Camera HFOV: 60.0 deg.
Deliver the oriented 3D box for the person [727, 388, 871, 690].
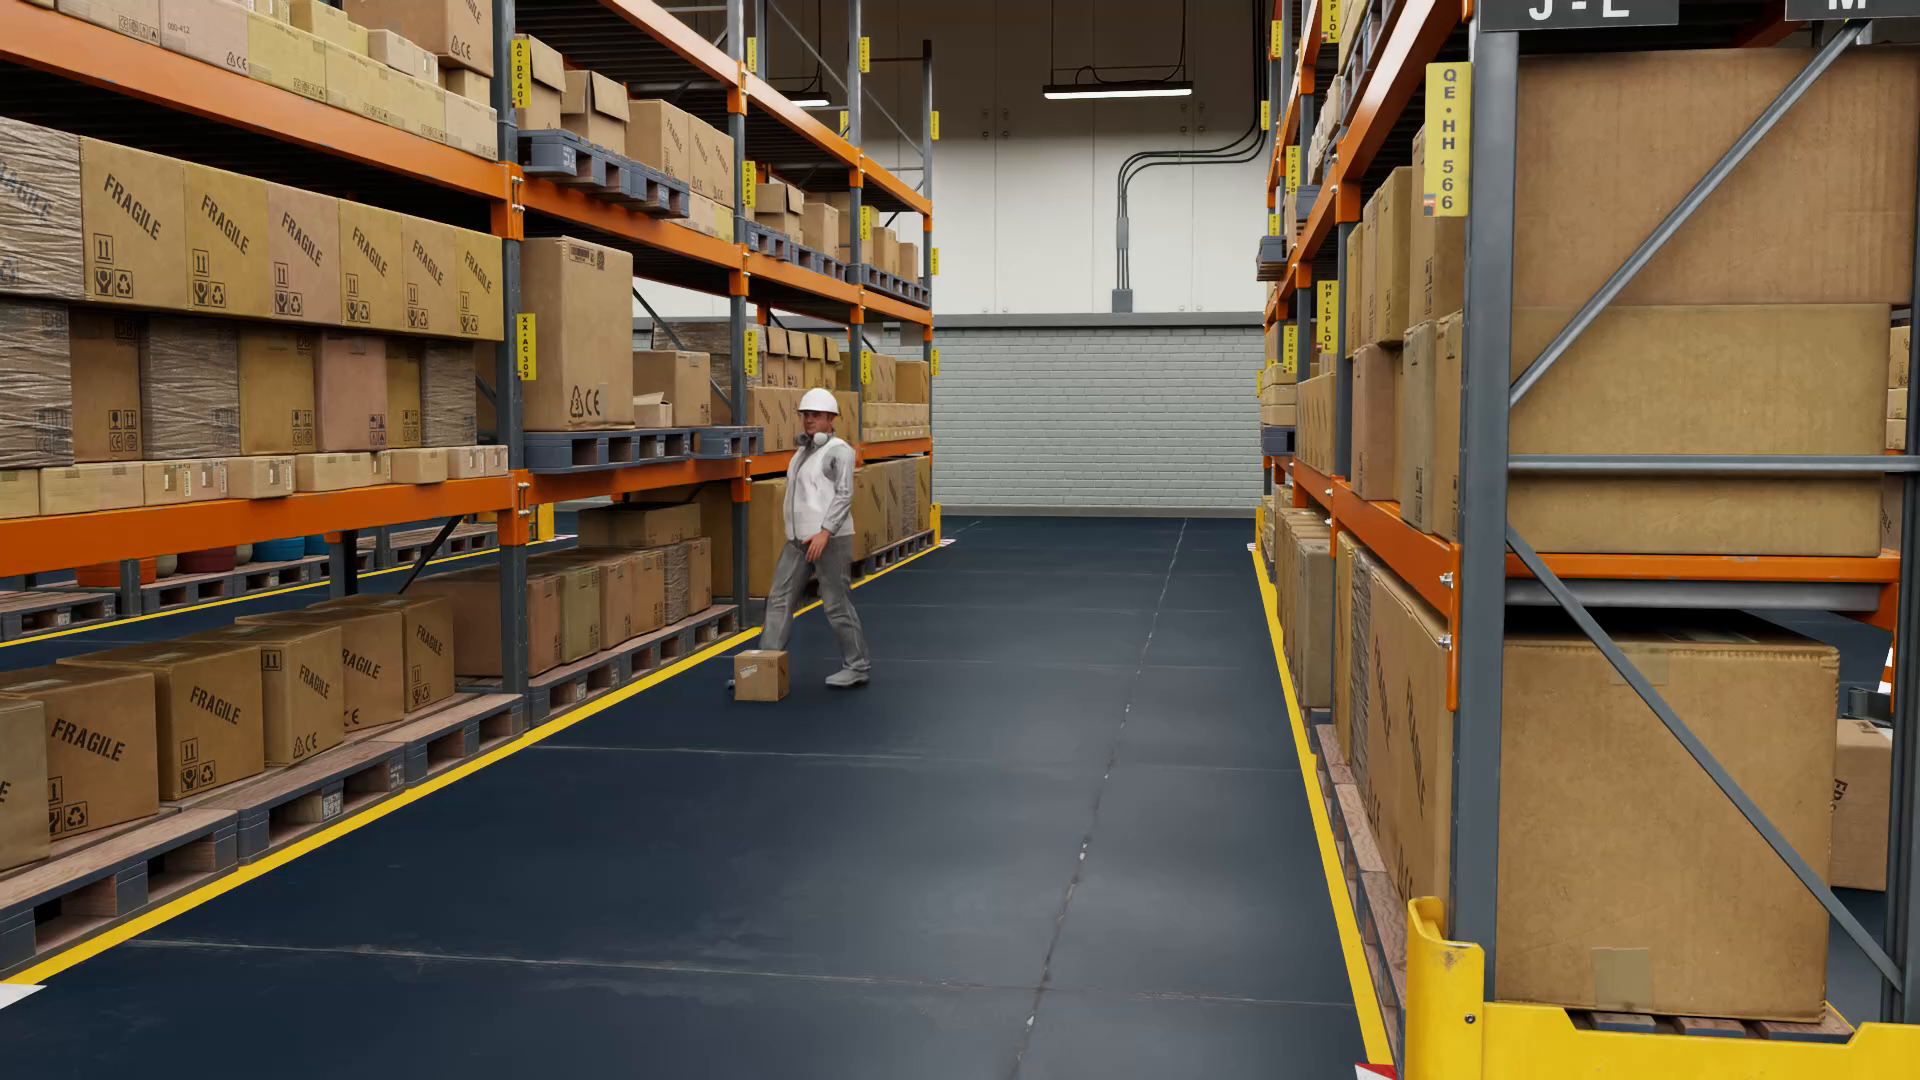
[{"bbox_3d":[-0.935,-0.007,9.645,0.885,1.743,0.615,-4,6,-42],"label":"person"}]
